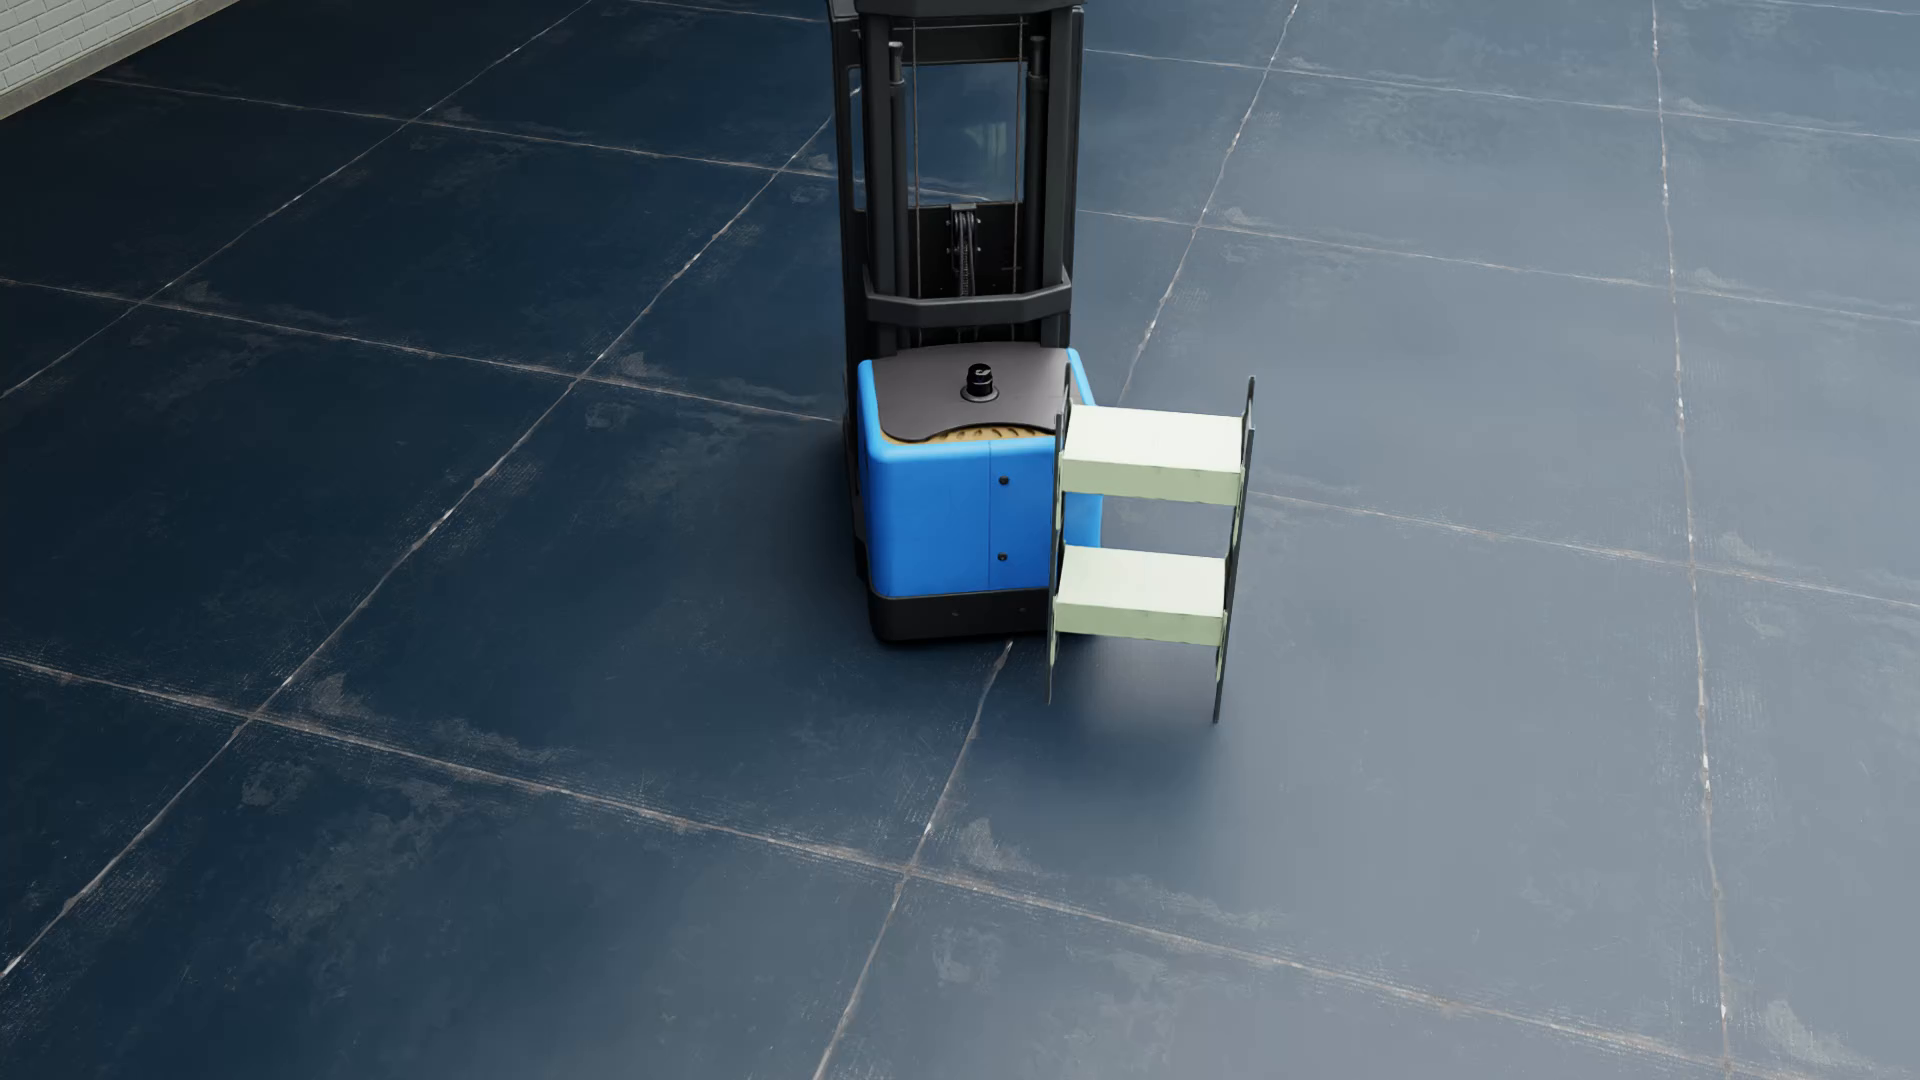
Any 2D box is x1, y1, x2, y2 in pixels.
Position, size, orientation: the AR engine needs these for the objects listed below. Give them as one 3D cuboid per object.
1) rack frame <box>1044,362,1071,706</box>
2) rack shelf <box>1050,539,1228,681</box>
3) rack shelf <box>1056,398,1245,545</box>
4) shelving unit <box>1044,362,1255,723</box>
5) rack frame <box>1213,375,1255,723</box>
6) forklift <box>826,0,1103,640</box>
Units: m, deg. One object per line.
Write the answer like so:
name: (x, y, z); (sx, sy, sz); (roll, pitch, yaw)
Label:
rack frame: (0.409, 0.004, 6.980); (0.023, 1.500, 0.400); (5, 37, 7)
rack shelf: (0.771, 0.298, 7.130); (0.720, 0.370, 0.431); (5, 37, 7)
rack shelf: (0.771, -0.279, 6.705); (0.720, 0.370, 0.431); (5, 37, 7)
shelving unit: (0.771, 0.035, 6.937); (0.755, 1.500, 0.431); (5, 37, 7)
rack frame: (1.133, 0.067, 6.893); (0.023, 1.500, 0.400); (5, 37, 7)
forklift: (-0.038, -1.588, 7.935); (1.130, 2.935, 3.031); (-4, 37, -5)
